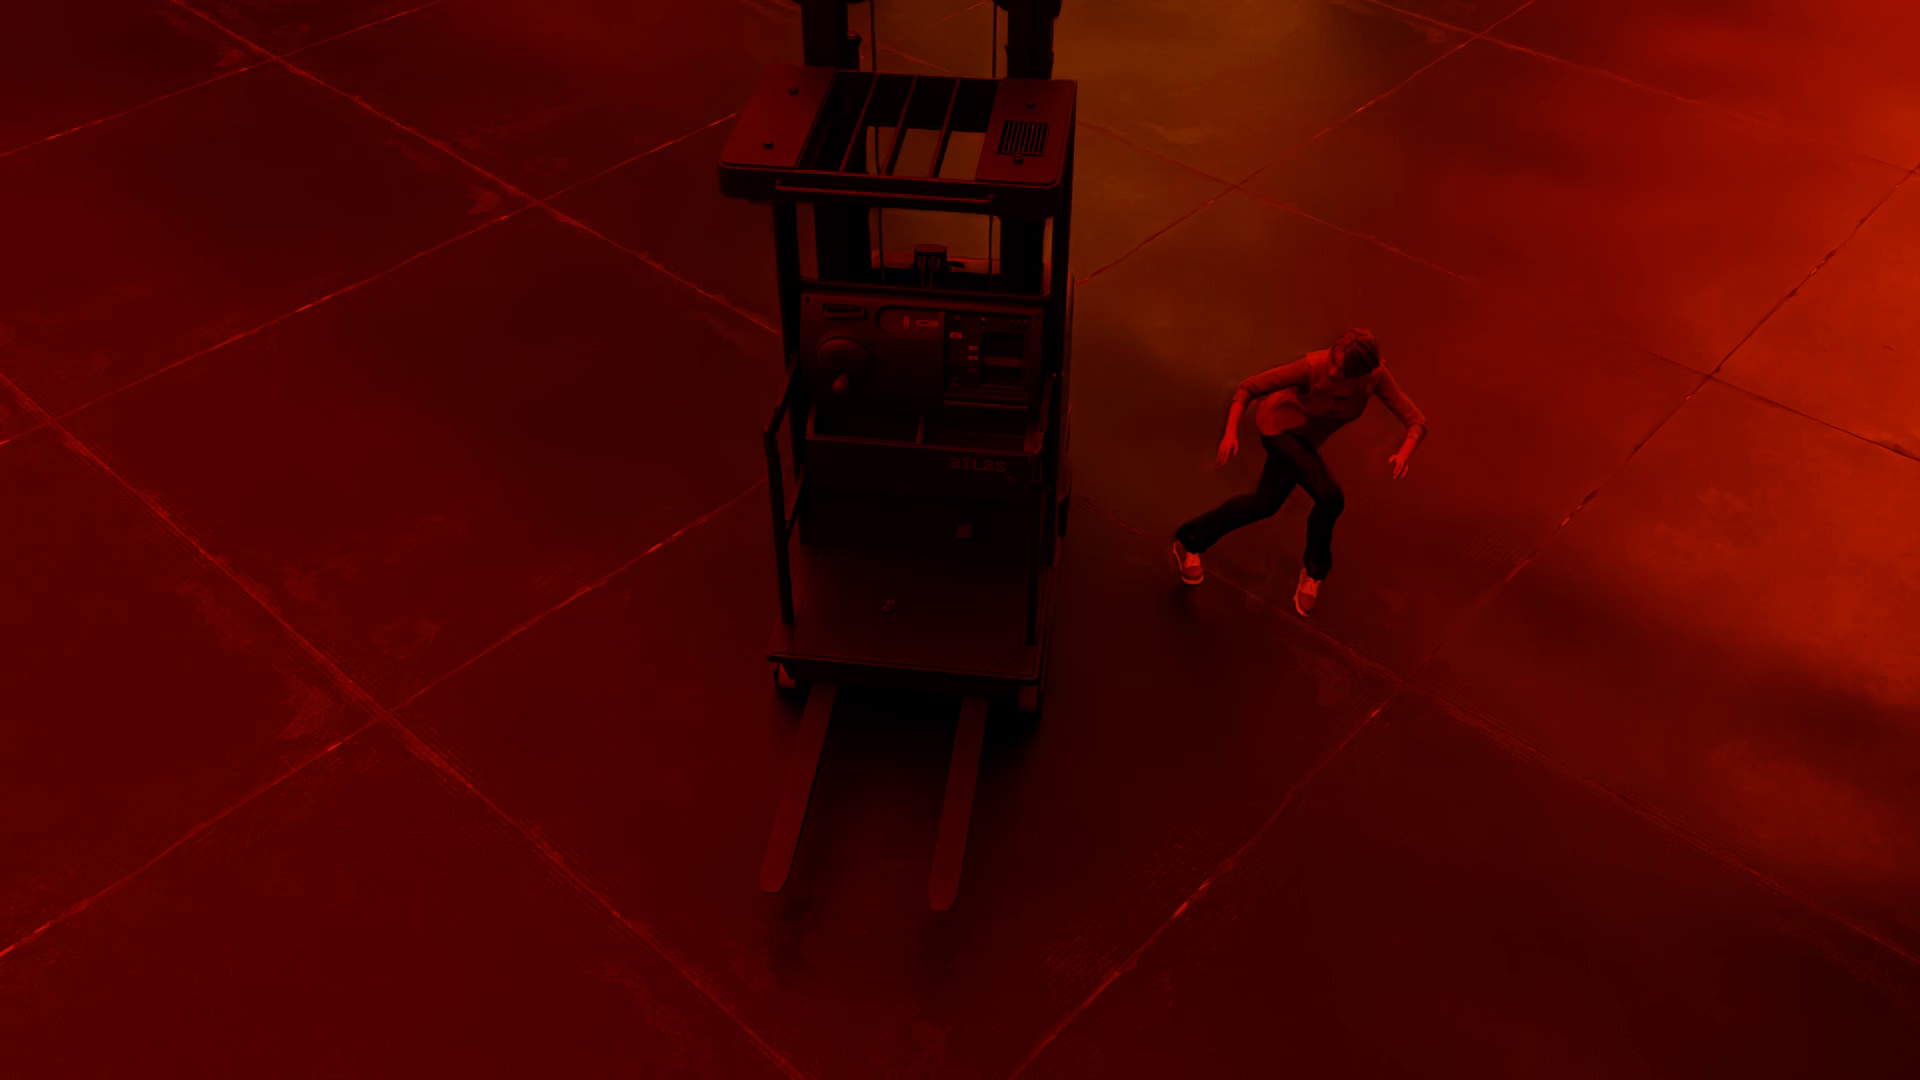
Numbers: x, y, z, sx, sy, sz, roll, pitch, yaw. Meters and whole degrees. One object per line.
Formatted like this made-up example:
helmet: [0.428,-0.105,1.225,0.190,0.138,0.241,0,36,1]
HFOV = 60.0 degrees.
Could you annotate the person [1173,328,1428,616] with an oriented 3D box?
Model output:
person: [1.432,-0.292,6.958,0.846,1.354,0.869,-18,44,-20]

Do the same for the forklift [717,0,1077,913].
forklift: [-0.174,-0.647,6.182,1.130,2.935,3.031,5,41,6]
